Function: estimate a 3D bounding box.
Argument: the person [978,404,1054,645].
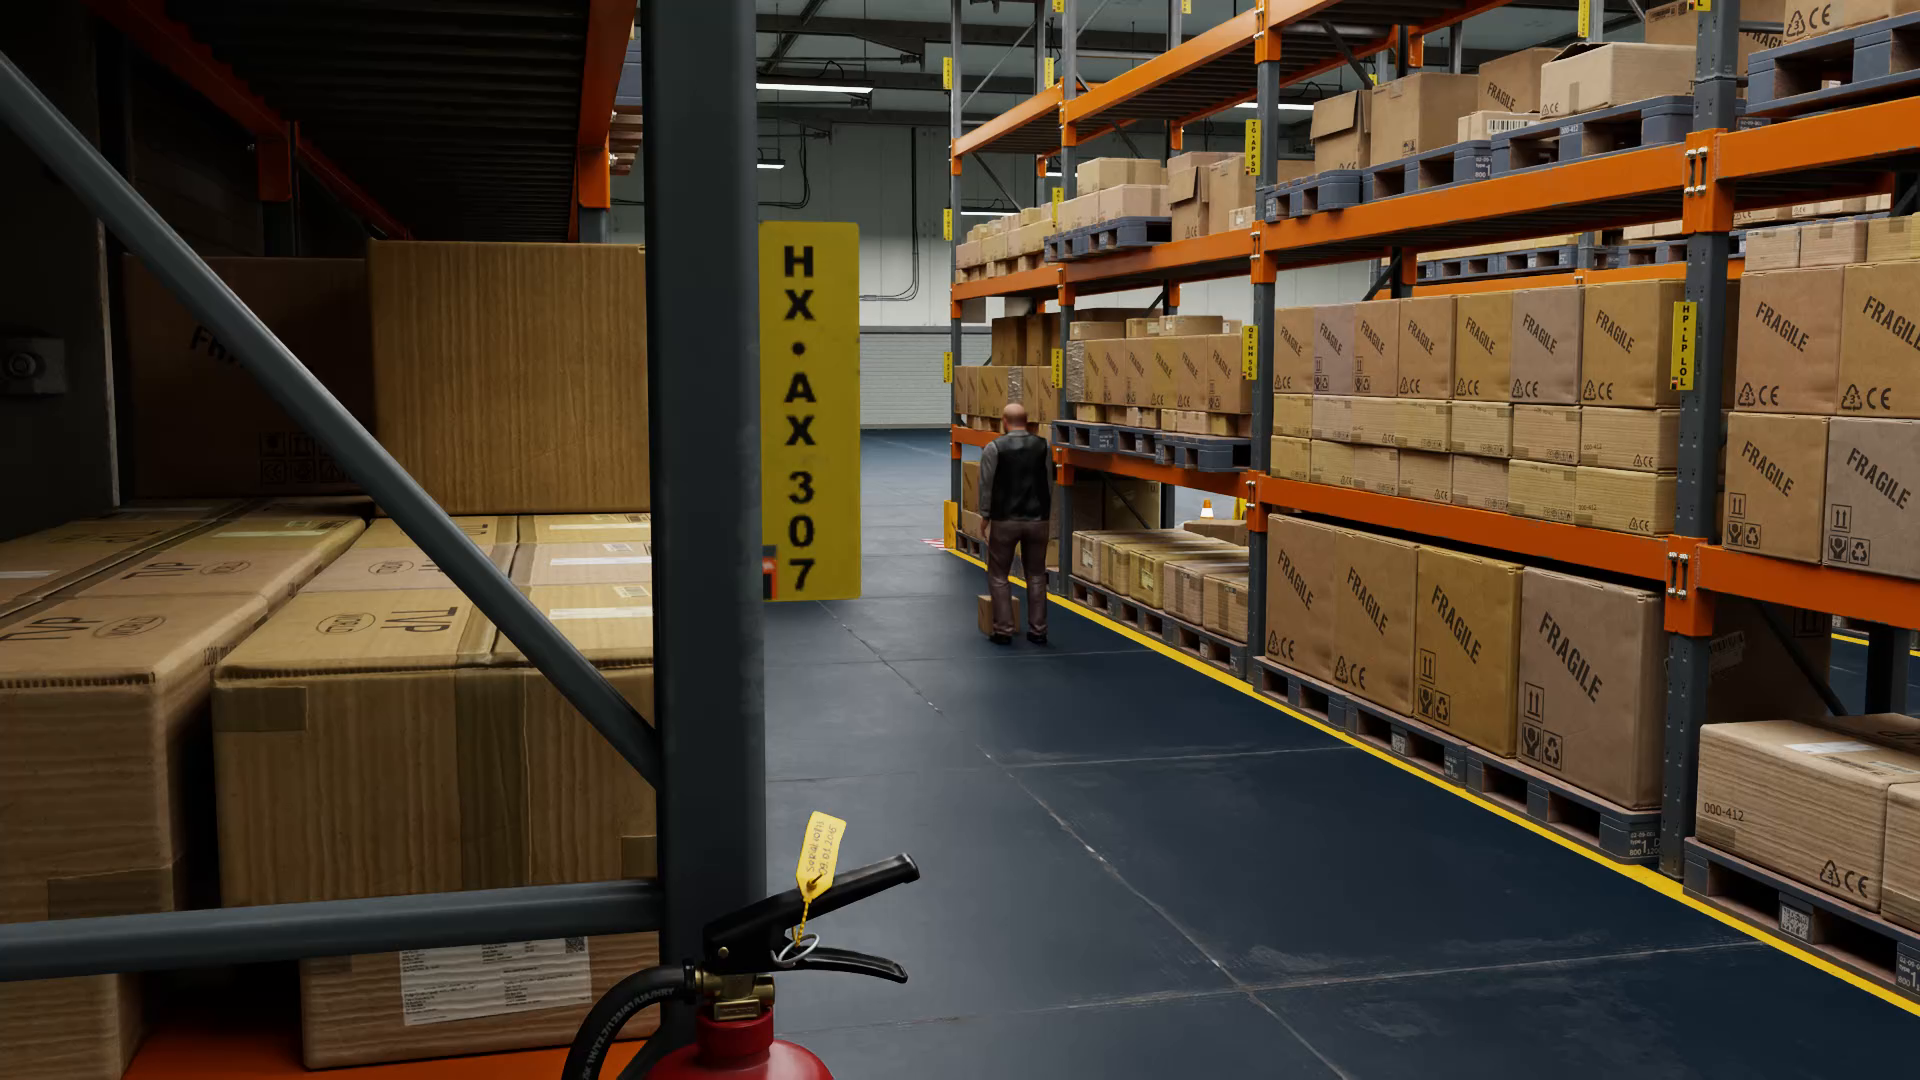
[{"bbox_3d":[0.395,-0.111,11.762,0.546,1.697,0.385,-1,6,-12],"label":"person"}]
